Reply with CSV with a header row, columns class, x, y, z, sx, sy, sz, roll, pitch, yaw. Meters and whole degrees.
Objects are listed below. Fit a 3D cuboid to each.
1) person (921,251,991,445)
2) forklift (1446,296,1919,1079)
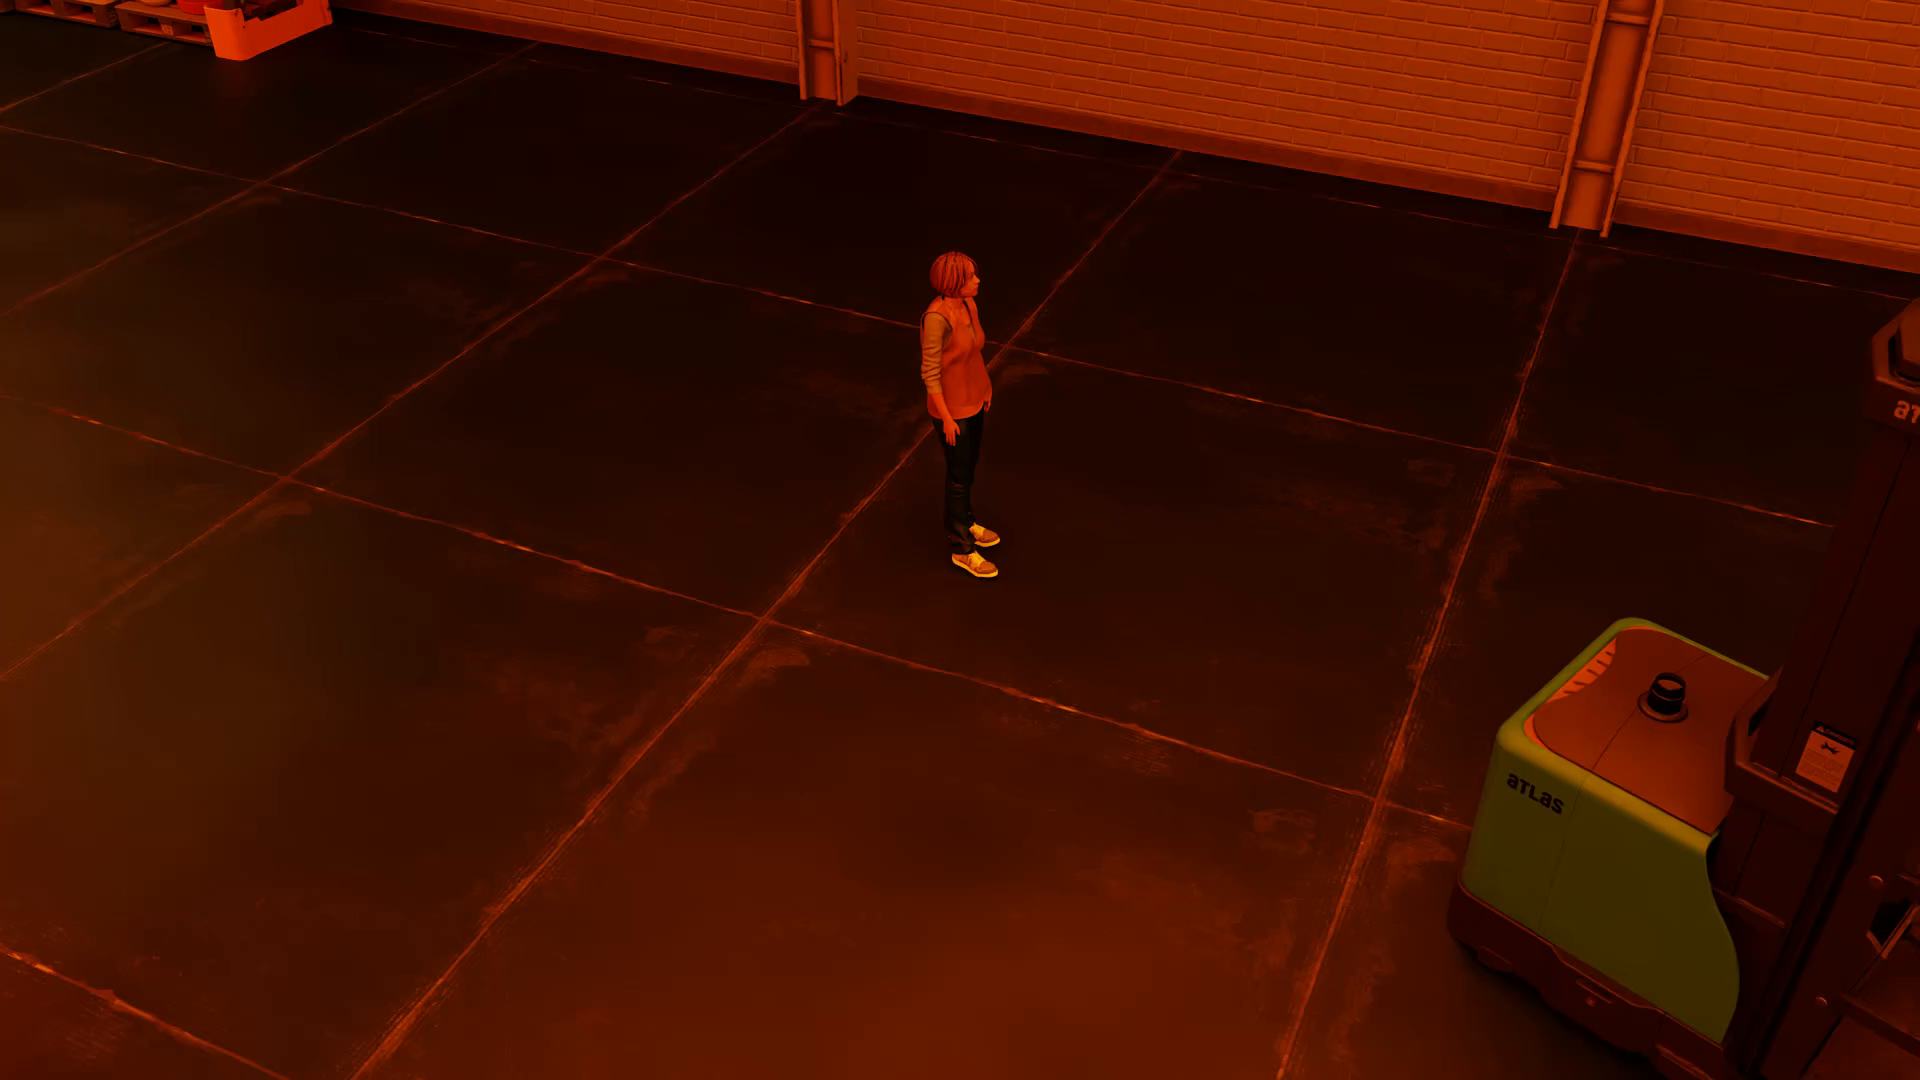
class,x,y,z,sx,sy,sz,roll,pitch,yaw
person,-0.024,-0.931,7.953,0.256,0.914,0.502,15,38,20
forklift,3.272,0.757,5.026,1.130,2.935,3.031,-30,45,-35
